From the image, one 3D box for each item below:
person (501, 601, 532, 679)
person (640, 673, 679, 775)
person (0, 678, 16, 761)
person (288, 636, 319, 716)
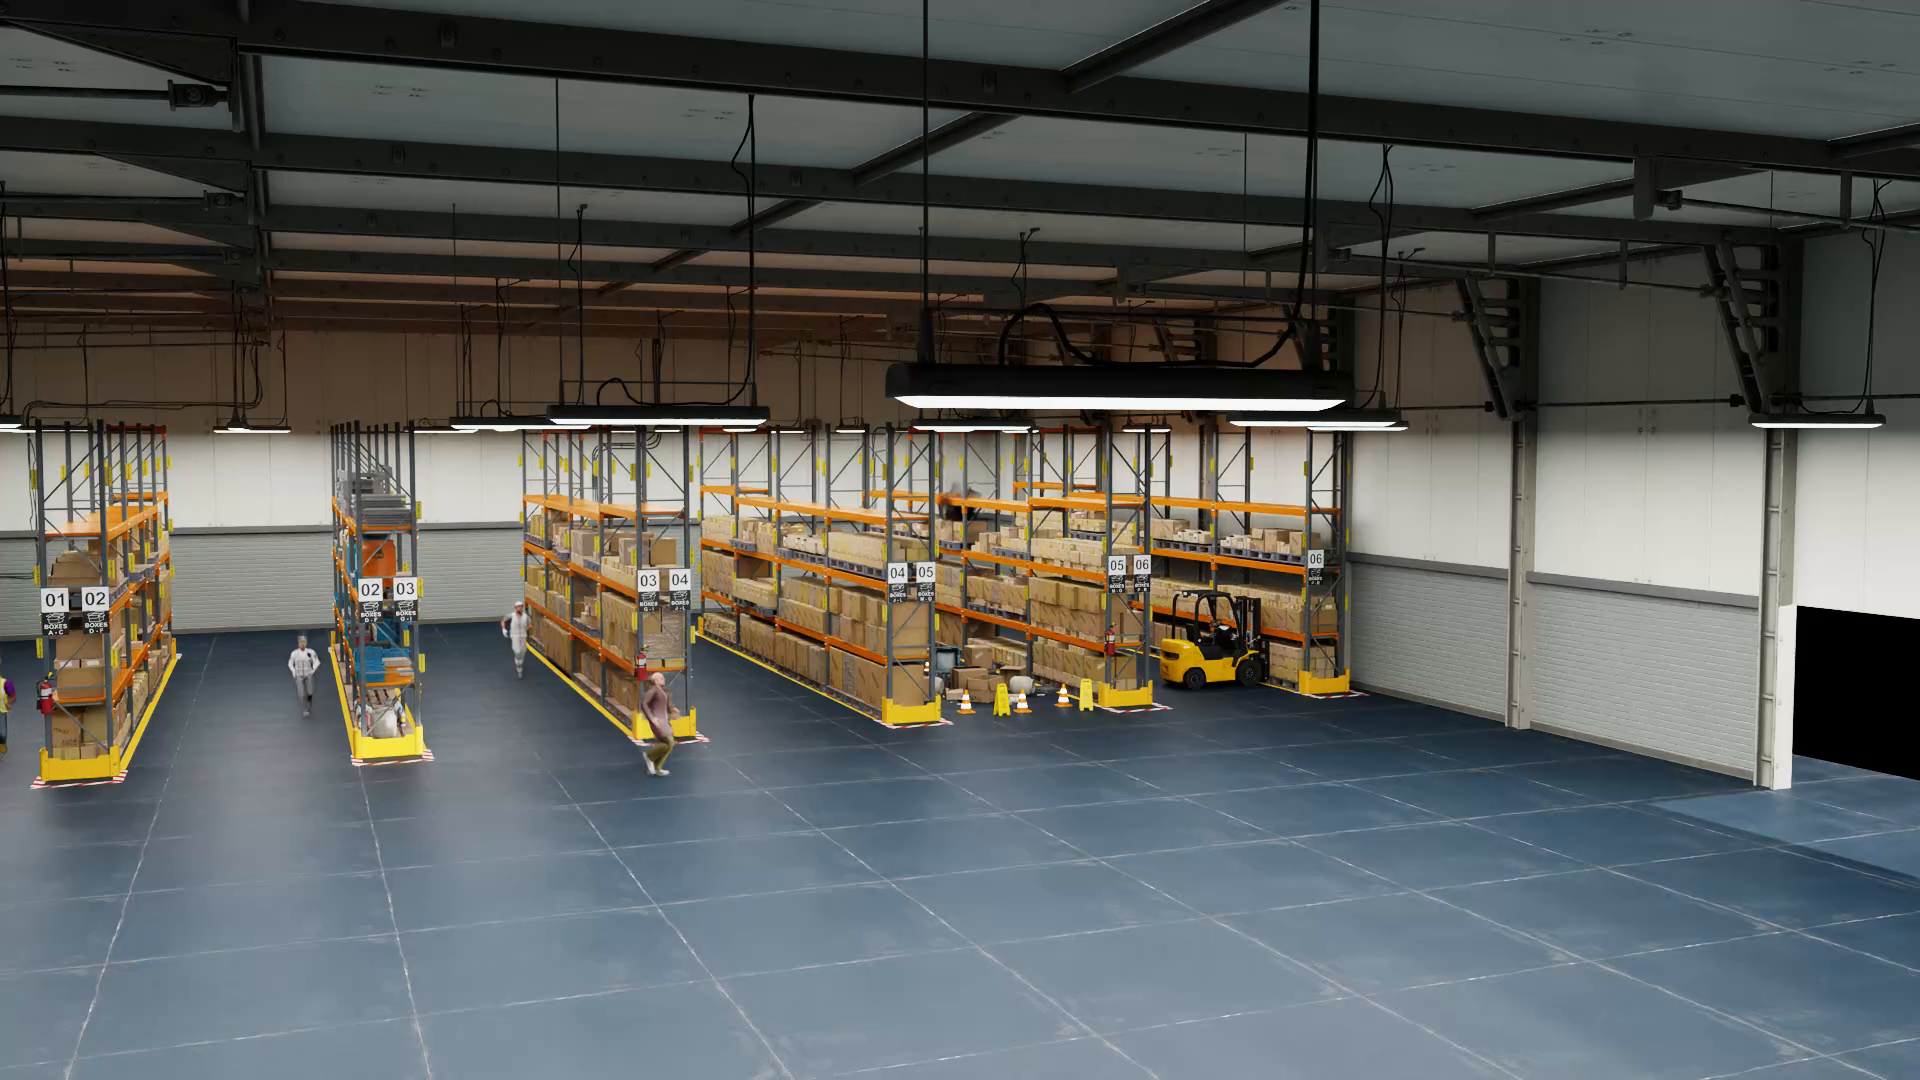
[{"bbox_3d":[-10.517,2.365,39.605,0.669,1.810,0.816,-2,4,-31],"label":"person"},{"bbox_3d":[-5.037,3.099,28.003,0.572,1.736,0.774,1,4,8],"label":"person"},{"bbox_3d":[-16.991,3.031,29.258,0.686,1.722,0.589,-2,4,-27],"label":"person"},{"bbox_3d":[-13.414,2.771,34.001,0.599,1.652,0.524,-1,4,-20],"label":"person"}]
